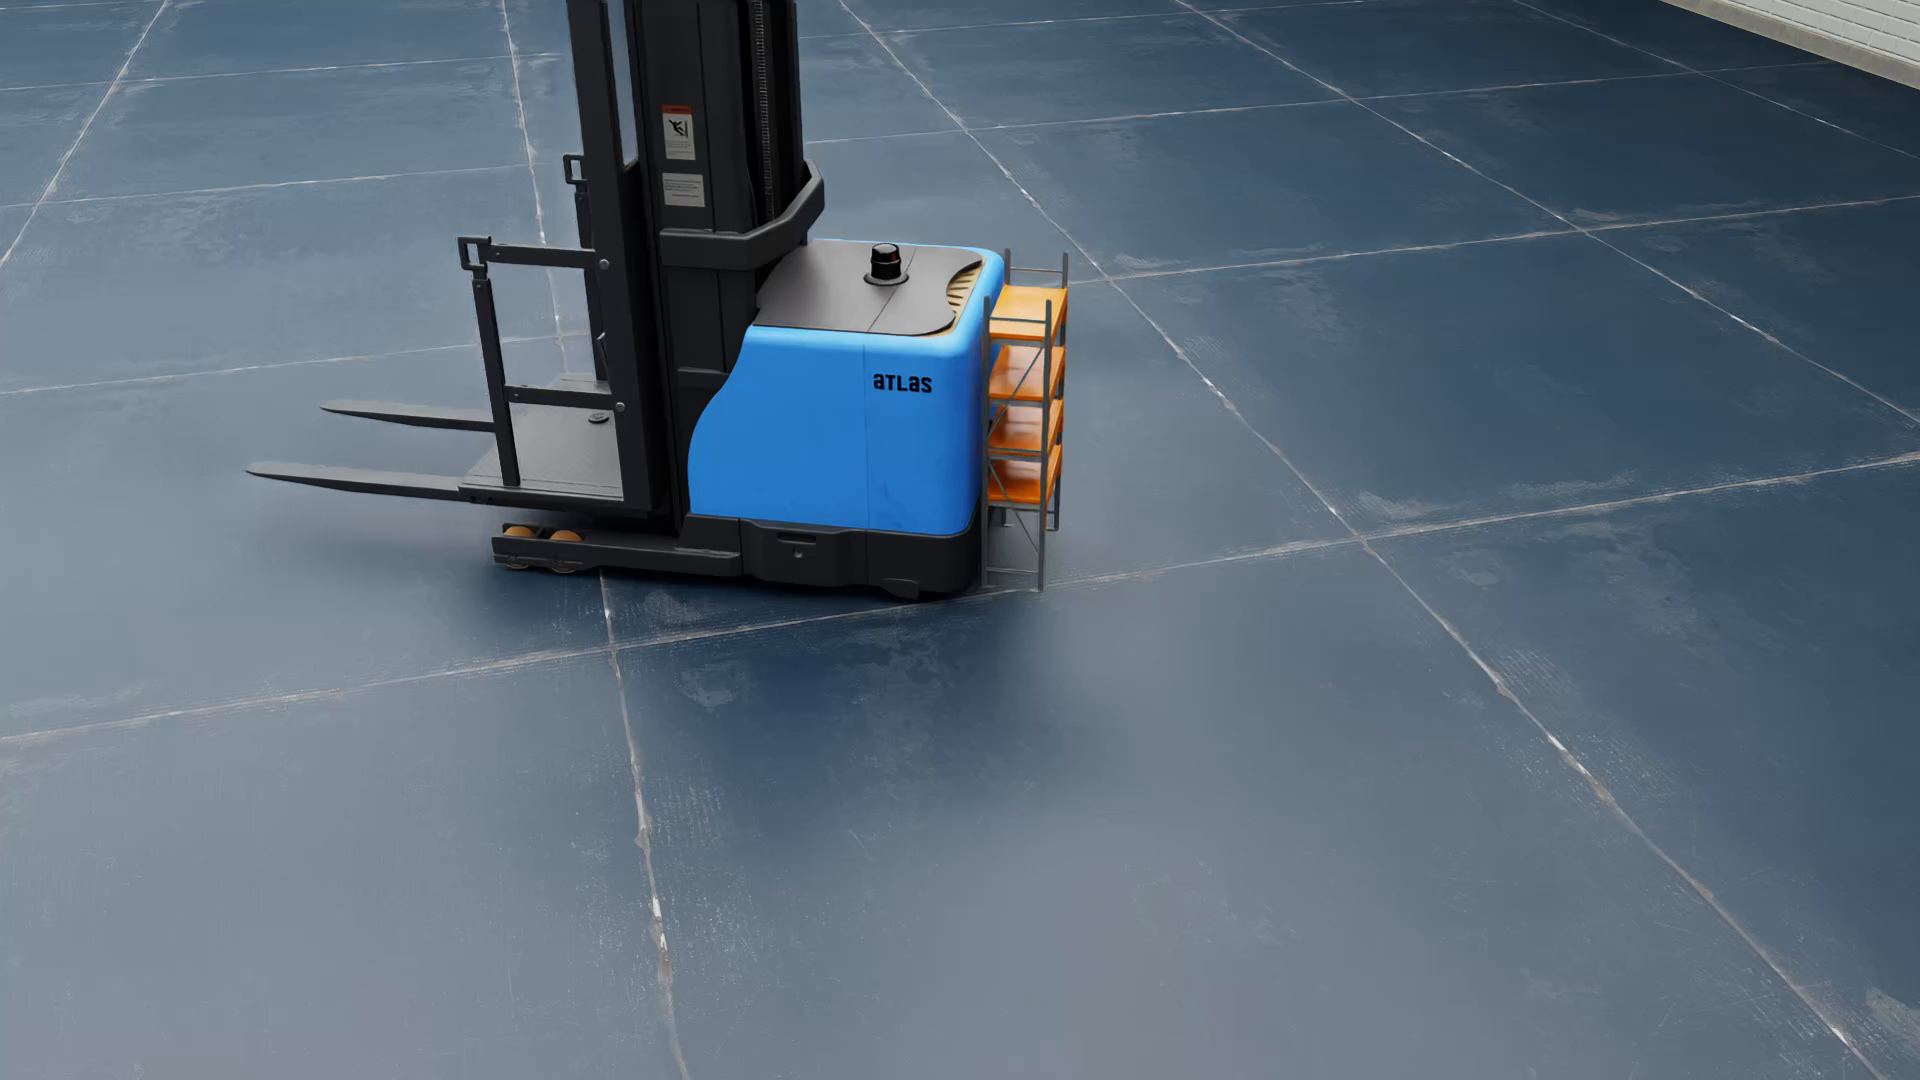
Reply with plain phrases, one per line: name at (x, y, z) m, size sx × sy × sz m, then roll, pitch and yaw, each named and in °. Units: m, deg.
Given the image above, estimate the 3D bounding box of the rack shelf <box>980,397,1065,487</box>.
rack shelf at (0.244, -0.389, 6.358) m, size 0.258 × 0.148 × 0.480 m, roll 5°, pitch 30°, yaw 9°

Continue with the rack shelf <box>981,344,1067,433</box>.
rack shelf at (0.245, -0.583, 6.246) m, size 0.258 × 0.148 × 0.480 m, roll 5°, pitch 30°, yaw 9°

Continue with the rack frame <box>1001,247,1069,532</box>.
rack frame at (0.287, -0.568, 6.533) m, size 0.240 × 1.200 × 0.015 m, roll 5°, pitch 30°, yaw 9°

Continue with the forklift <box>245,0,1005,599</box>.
forklift at (-1.376, -1.391, 6.227) m, size 3.031 × 2.935 × 1.130 m, roll 5°, pitch 30°, yaw 9°

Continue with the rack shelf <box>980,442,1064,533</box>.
rack shelf at (0.244, -0.217, 6.458) m, size 0.258 × 0.148 × 0.480 m, roll 5°, pitch 30°, yaw 9°

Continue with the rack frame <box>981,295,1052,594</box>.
rack frame at (0.202, -0.327, 6.117) m, size 0.240 × 1.200 × 0.015 m, roll 5°, pitch 30°, yaw 9°

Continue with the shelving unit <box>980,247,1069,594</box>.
shelving unit at (0.244, -0.447, 6.325) m, size 0.258 × 1.200 × 0.503 m, roll 5°, pitch 30°, yaw 9°

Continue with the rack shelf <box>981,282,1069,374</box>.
rack shelf at (0.245, -0.787, 6.128) m, size 0.258 × 0.148 × 0.480 m, roll 5°, pitch 30°, yaw 9°
